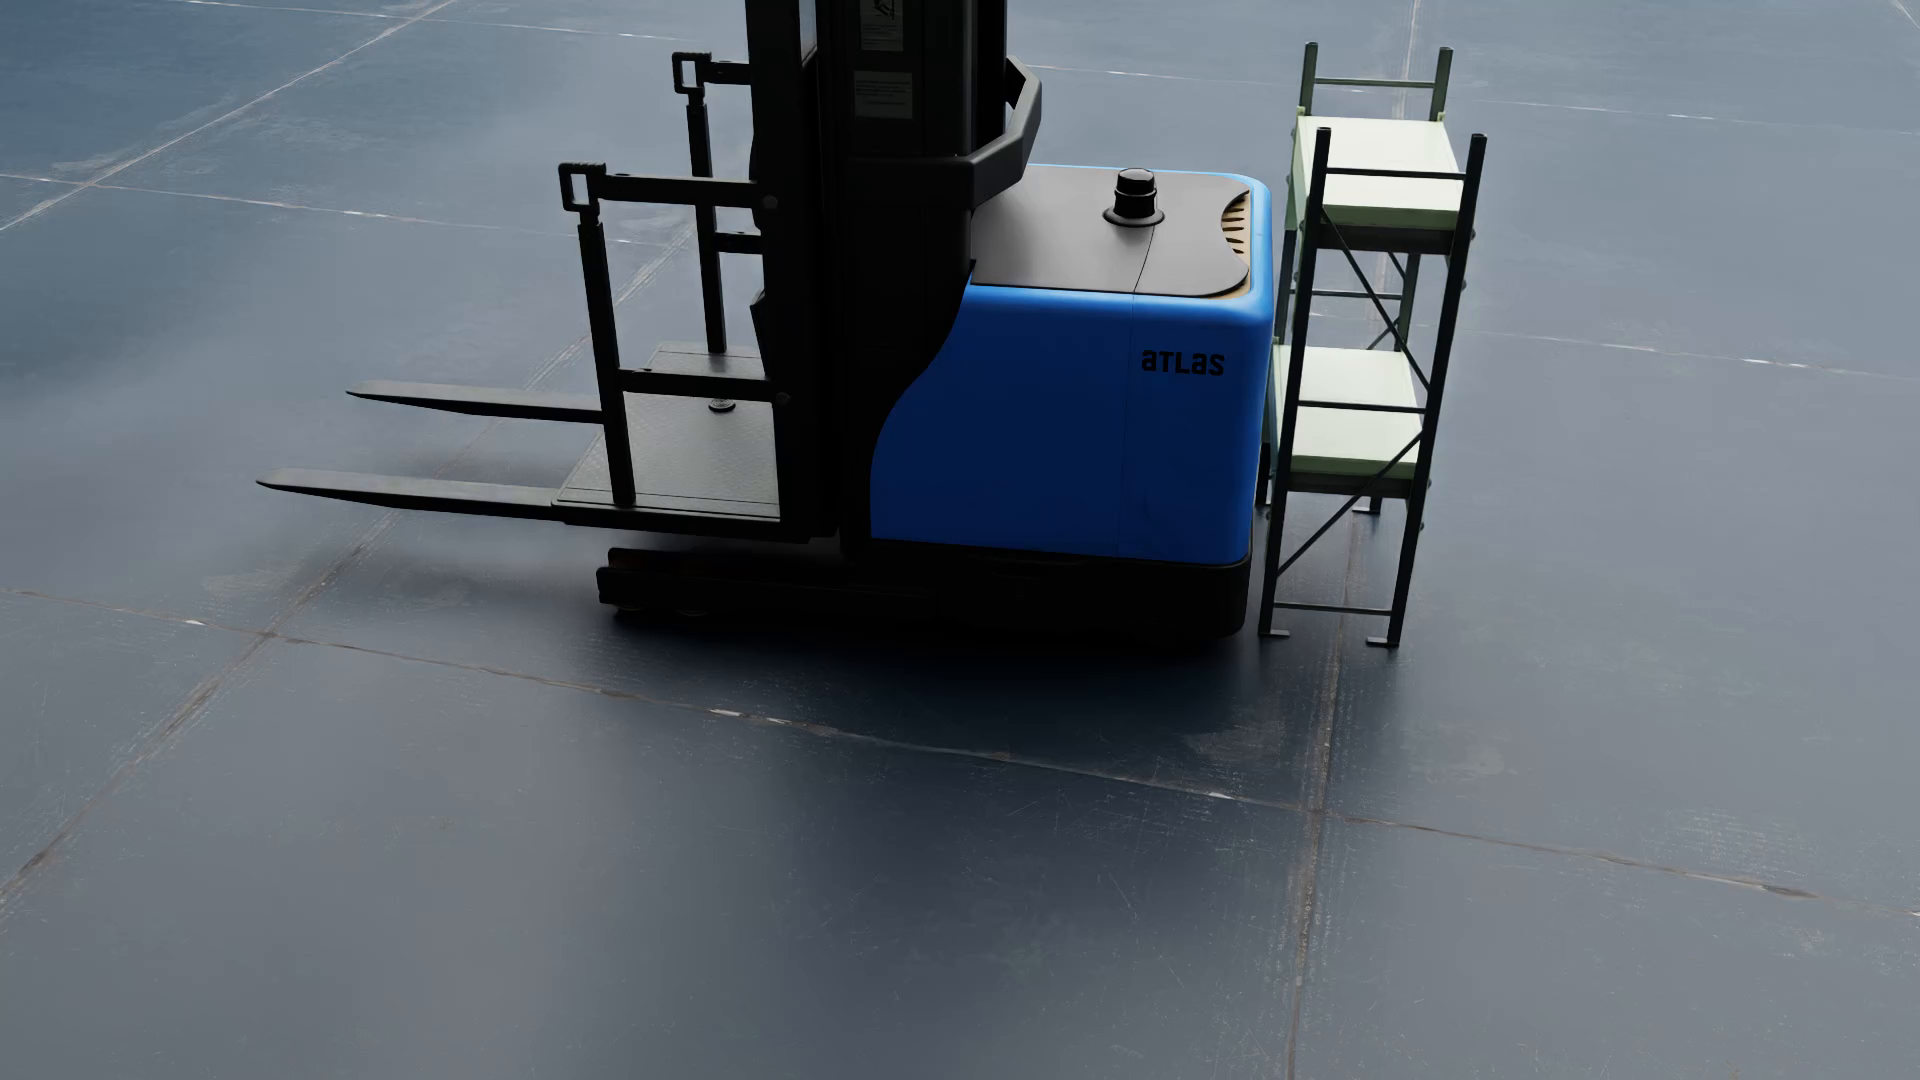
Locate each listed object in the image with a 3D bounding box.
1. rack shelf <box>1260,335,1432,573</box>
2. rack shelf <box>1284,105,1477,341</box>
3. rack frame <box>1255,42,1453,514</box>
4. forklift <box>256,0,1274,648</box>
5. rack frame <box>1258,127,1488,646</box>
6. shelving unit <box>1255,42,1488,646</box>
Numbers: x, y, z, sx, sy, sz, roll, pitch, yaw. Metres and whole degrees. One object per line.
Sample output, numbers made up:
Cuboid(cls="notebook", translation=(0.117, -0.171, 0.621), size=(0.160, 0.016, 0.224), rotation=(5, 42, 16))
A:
Cuboid(cls="rack shelf", translation=(1.113, -0.268, 4.881), size=(0.431, 0.370, 0.720), rotation=(4, 33, 7))
Cuboid(cls="rack shelf", translation=(1.112, -0.873, 4.497), size=(0.431, 0.370, 0.720), rotation=(4, 33, 7))
Cuboid(cls="rack frame", translation=(1.162, -0.738, 5.012), size=(0.400, 1.500, 0.023), rotation=(4, 33, 7))
Cuboid(cls="forklift", translation=(-0.624, -1.287, 4.542), size=(3.031, 2.935, 1.130), rotation=(5, 33, 7))
Cuboid(cls="rack frame", translation=(1.062, -0.349, 4.400), size=(0.400, 1.500, 0.023), rotation=(4, 33, 7))
Cuboid(cls="shelving unit", translation=(1.112, -0.543, 4.706), size=(0.431, 1.500, 0.755), rotation=(4, 33, 7))
